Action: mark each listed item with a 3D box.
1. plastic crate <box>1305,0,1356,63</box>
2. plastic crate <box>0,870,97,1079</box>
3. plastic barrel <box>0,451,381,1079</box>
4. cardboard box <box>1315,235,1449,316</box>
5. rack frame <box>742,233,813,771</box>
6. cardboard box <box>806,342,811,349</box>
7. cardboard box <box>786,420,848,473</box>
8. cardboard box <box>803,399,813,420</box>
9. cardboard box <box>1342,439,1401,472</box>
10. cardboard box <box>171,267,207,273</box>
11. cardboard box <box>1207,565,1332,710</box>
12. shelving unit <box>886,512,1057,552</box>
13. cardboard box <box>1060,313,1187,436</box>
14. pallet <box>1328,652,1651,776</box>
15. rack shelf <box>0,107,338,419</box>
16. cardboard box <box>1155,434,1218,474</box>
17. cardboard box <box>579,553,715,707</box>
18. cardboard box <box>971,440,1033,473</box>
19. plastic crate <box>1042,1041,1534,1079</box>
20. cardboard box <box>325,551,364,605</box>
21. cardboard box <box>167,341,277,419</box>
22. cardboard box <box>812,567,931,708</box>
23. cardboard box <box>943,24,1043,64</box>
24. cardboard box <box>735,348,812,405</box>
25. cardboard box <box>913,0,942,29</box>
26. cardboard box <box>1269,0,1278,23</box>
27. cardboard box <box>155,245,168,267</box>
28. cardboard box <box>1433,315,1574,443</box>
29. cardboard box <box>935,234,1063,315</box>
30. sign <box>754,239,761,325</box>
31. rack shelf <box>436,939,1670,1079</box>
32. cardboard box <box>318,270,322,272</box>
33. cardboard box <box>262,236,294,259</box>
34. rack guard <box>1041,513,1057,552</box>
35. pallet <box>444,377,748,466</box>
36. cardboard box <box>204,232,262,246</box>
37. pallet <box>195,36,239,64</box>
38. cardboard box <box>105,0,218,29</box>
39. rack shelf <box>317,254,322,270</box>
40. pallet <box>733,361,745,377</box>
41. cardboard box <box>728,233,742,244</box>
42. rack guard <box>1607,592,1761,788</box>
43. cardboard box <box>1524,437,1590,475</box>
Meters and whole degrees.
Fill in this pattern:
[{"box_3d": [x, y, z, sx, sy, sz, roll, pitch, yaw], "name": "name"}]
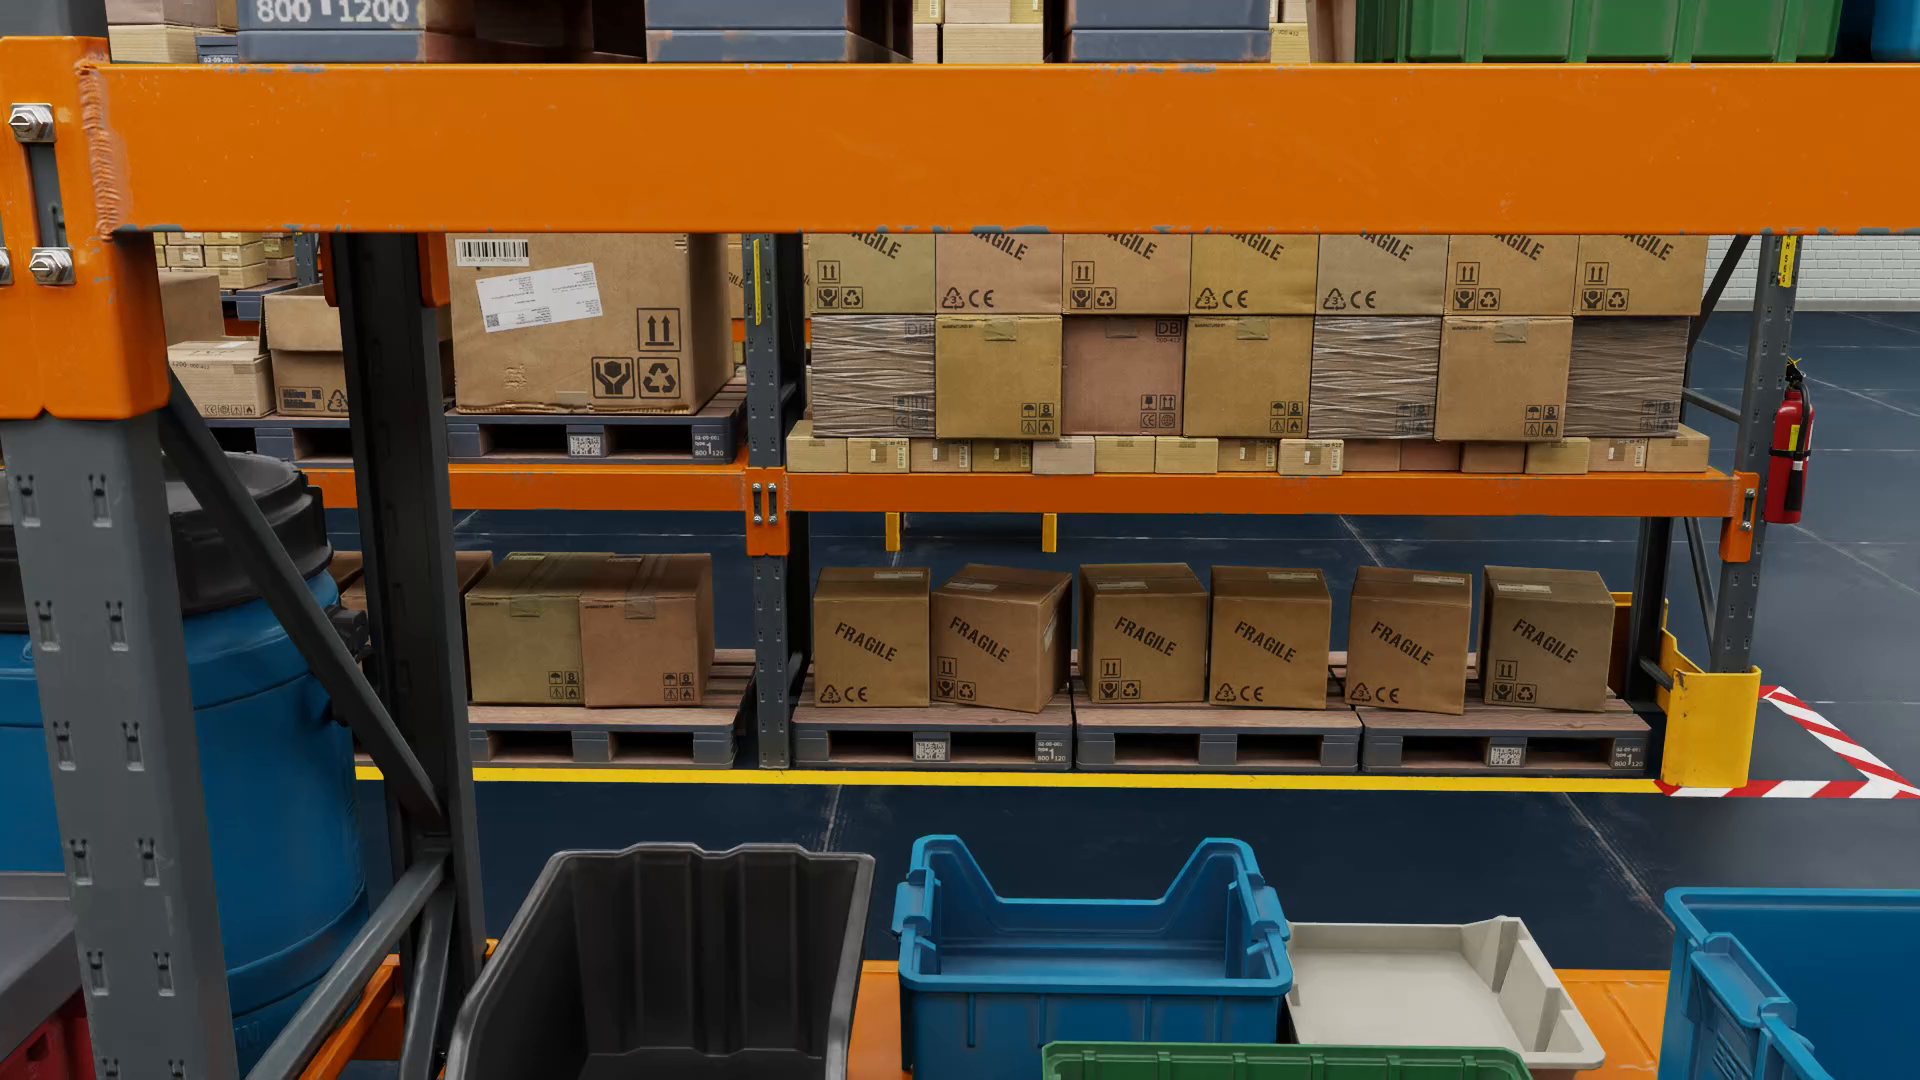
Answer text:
[{"box_3d": [0.705, -0.745, 2.419, 0.396, 0.136, 0.243, 0, 15, 1], "name": "plastic crate"}, {"box_3d": [-1.402, 0.715, 2.125, 0.583, 0.464, 0.402, 0, 15, 1], "name": "plastic crate"}, {"box_3d": [-1.288, 0.349, 2.655, 0.708, 0.901, 0.600, 0, 15, 1], "name": "plastic barrel"}, {"box_3d": [1.660, -1.188, 6.724, 0.500, 0.500, 0.500, 0, 15, 1], "name": "cardboard box"}, {"box_3d": [-0.783, -0.592, 7.204, 0.127, 3.000, 1.000, 0, 15, 1], "name": "rack frame"}, {"box_3d": [-1.773, -2.058, 17.090, 0.625, 0.372, 0.950, 1, 15, 5], "name": "cardboard box"}, {"box_3d": [-0.576, -0.393, 6.940, 0.250, 0.149, 0.380, 0, 15, 1], "name": "cardboard box"}, {"box_3d": [-0.561, -0.544, 7.515, 0.250, 0.149, 0.380, 0, 15, 1], "name": "cardboard box"}, {"box_3d": [1.675, -0.398, 6.960, 0.250, 0.149, 0.380, 0, 15, 1], "name": "cardboard box"}, {"box_3d": [-5.307, -1.852, 11.649, 0.250, 0.149, 0.380, 0, 15, 1], "name": "cardboard box"}, {"box_3d": [1.368, 0.427, 7.418, 0.500, 0.500, 0.500, 2, 15, 7], "name": "cardboard box"}, {"box_3d": [0.076, -0.725, 10.647, 1.083, 1.500, 0.587, 0, 15, 1], "name": "shelving unit"}, {"box_3d": [0.666, -0.776, 7.121, 0.500, 0.500, 0.875, 0, 15, 1], "name": "cardboard box"}, {"box_3d": [2.328, 0.767, 7.517, 1.213, 0.211, 1.003, 0, 15, 1], "name": "pallet"}, {"box_3d": [-2.909, -0.445, 2.175, 4.000, 0.370, 1.077, 0, 15, 1], "name": "rack shelf"}, {"box_3d": [0.924, -0.386, 6.916, 0.250, 0.149, 0.380, 0, 15, 1], "name": "cardboard box"}, {"box_3d": [-1.397, 0.394, 7.503, 0.500, 0.500, 0.700, -1, 15, -3], "name": "cardboard box"}, {"box_3d": [0.174, -0.394, 6.945, 0.250, 0.149, 0.380, 0, 15, 1], "name": "cardboard box"}, {"box_3d": [0.440, 0.854, 2.138, 0.662, 0.188, 0.450, 0, 15, 1], "name": "plastic crate"}, {"box_3d": [-2.990, 0.379, 7.560, 0.500, 0.500, 0.700, 2, 15, 6], "name": "cardboard box"}, {"box_3d": [-3.112, -0.679, 7.005, 0.500, 0.250, 0.500, 0, 15, 0], "name": "cardboard box"}, {"box_3d": [-0.384, 0.426, 7.421, 0.500, 0.500, 0.500, 0, 15, 0], "name": "cardboard box"}, {"box_3d": [0.189, -1.900, 6.574, 0.500, 0.250, 0.500, 0, 15, 1], "name": "cardboard box"}, {"box_3d": [-1.178, -0.953, 12.158, 0.750, 0.750, 1.050, 0, 15, 1], "name": "cardboard box"}, {"box_3d": [-0.198, -2.098, 6.543, 0.250, 0.149, 0.380, 0, 15, -1], "name": "cardboard box"}, {"box_3d": [1.097, -2.090, 6.515, 0.250, 0.149, 0.380, 1, 15, 3], "name": "cardboard box"}, {"box_3d": [-5.590, -1.997, 11.616, 0.250, 0.149, 0.380, 1, 15, 3], "name": "cardboard box"}, {"box_3d": [2.163, -0.741, 6.991, 0.500, 0.500, 0.875, 0, 15, 1], "name": "cardboard box"}, {"box_3d": [0.160, -1.197, 6.758, 0.500, 0.500, 0.500, 0, 15, 1], "name": "cardboard box"}, {"box_3d": [-0.794, -1.010, 6.520, 0.005, 0.325, 0.100, 0, 15, 1], "name": "sign"}, {"box_3d": [1.090, 1.032, 2.459, 4.000, 0.370, 1.077, 0, 15, 1], "name": "rack shelf"}, {"box_3d": [-7.003, -2.360, 17.246, 0.875, 0.875, 0.875, 1, 15, 3], "name": "cardboard box"}, {"box_3d": [-5.032, -2.162, 12.241, 0.250, 0.149, 0.380, 1, 15, 4], "name": "cardboard box"}, {"box_3d": [0.574, -0.117, 10.794, 0.087, 0.250, 0.587, 0, 15, 1], "name": "rack guard"}, {"box_3d": [-1.544, -0.541, 7.388, 1.213, 0.211, 1.003, 0, 15, 1], "name": "pallet"}, {"box_3d": [-5.056, -2.138, 11.566, 0.250, 0.149, 0.380, 0, 15, -1], "name": "cardboard box"}, {"box_3d": [-2.435, -1.989, 6.987, 1.003, 0.211, 1.213, 0, 15, 1], "name": "pallet"}, {"box_3d": [-3.309, -2.284, 6.562, 0.500, 0.500, 0.500, 0, 15, 0], "name": "cardboard box"}, {"box_3d": [-6.528, -2.811, 17.023, 4.000, 0.370, 1.077, 0, 15, 1], "name": "rack shelf"}, {"box_3d": [-2.531, -1.783, 17.184, 1.213, 0.211, 1.003, 0, 15, 1], "name": "pallet"}, {"box_3d": [-1.566, -2.393, 11.873, 0.500, 0.500, 0.700, 0, 15, 0], "name": "cardboard box"}, {"box_3d": [3.139, 0.642, 7.426, 0.348, 0.500, 1.175, 0, 15, 1], "name": "rack guard"}, {"box_3d": [2.424, -0.384, 6.908, 0.250, 0.149, 0.380, 0, 15, 1], "name": "cardboard box"}]
